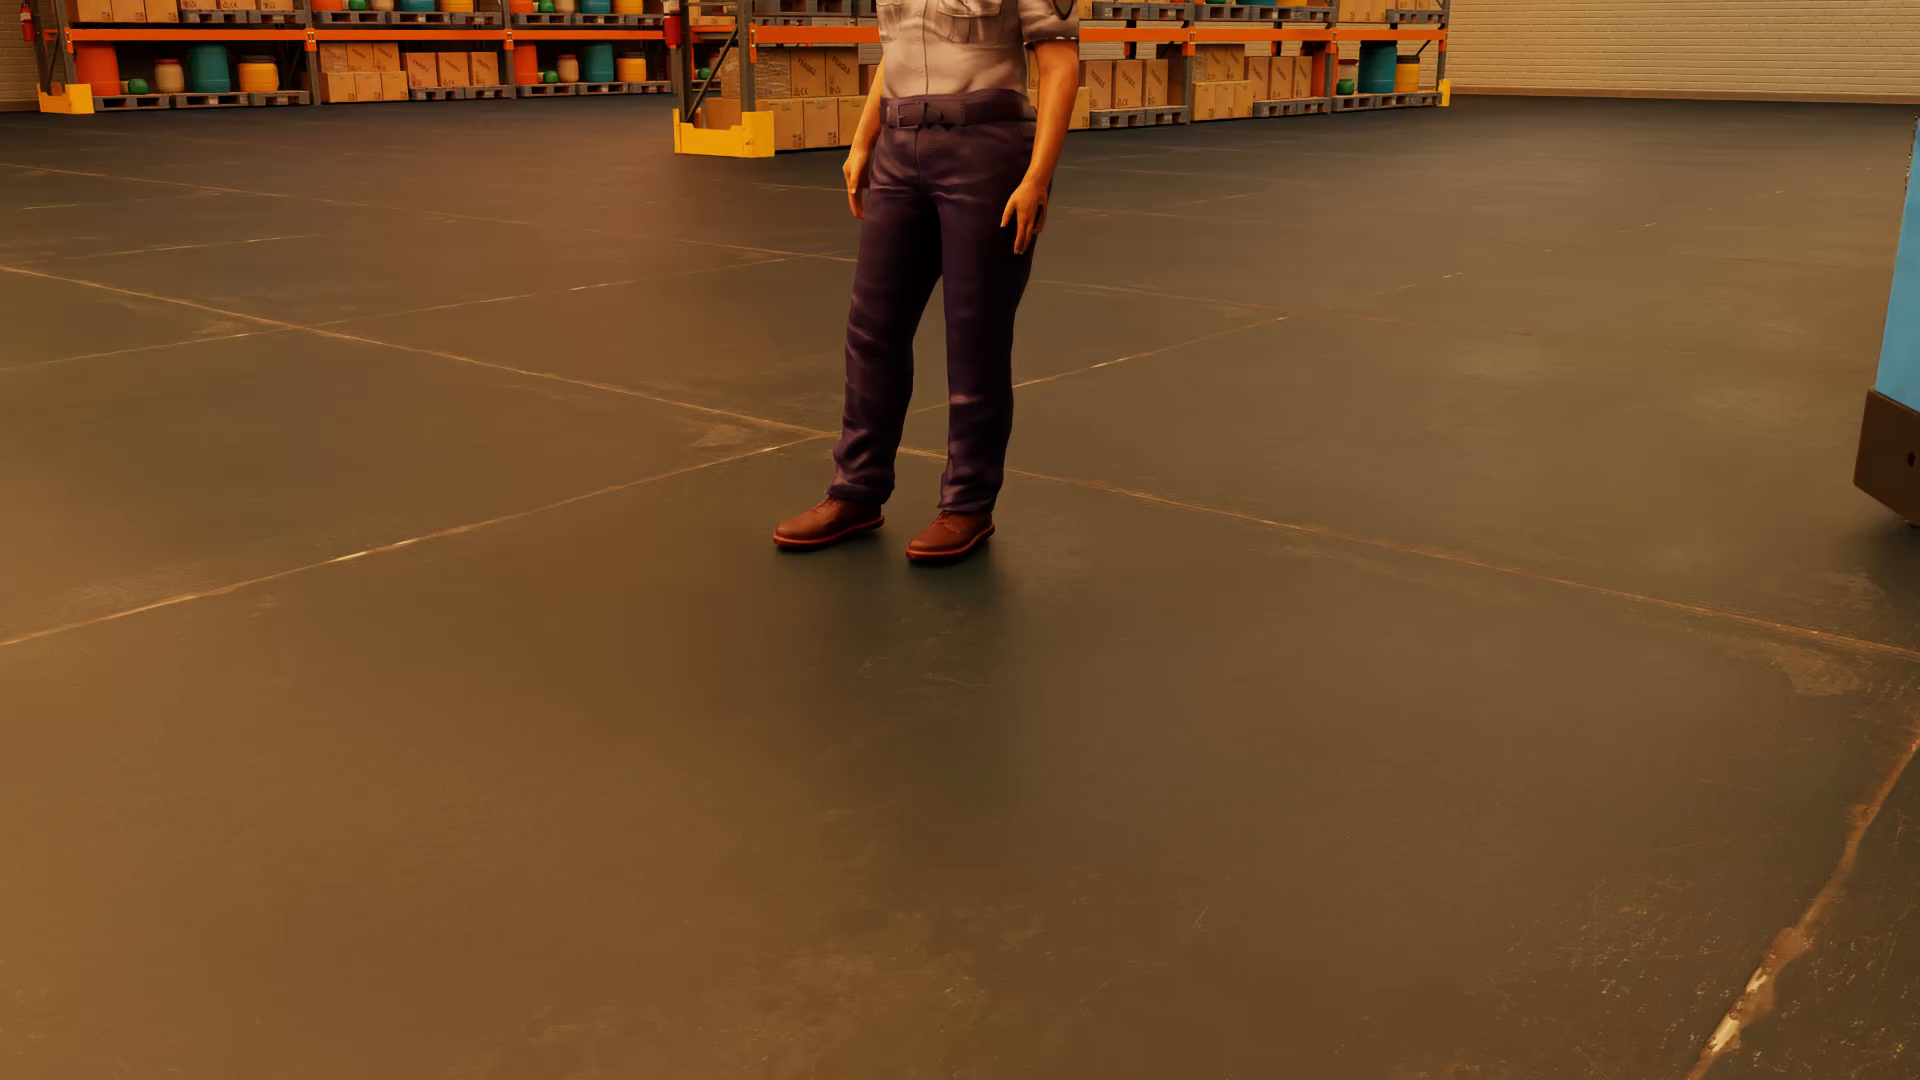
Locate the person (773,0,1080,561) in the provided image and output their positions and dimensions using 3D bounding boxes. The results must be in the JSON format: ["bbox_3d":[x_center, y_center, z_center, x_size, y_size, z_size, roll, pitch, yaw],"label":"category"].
[{"bbox_3d":[-0.075,-0.775,3.649,0.598,1.643,0.502,13,21,37],"label":"person"}]

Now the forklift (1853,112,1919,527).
[{"bbox_3d":[3.683,-1.296,3.164,3.031,2.935,1.130,2,17,6],"label":"forklift"}]
